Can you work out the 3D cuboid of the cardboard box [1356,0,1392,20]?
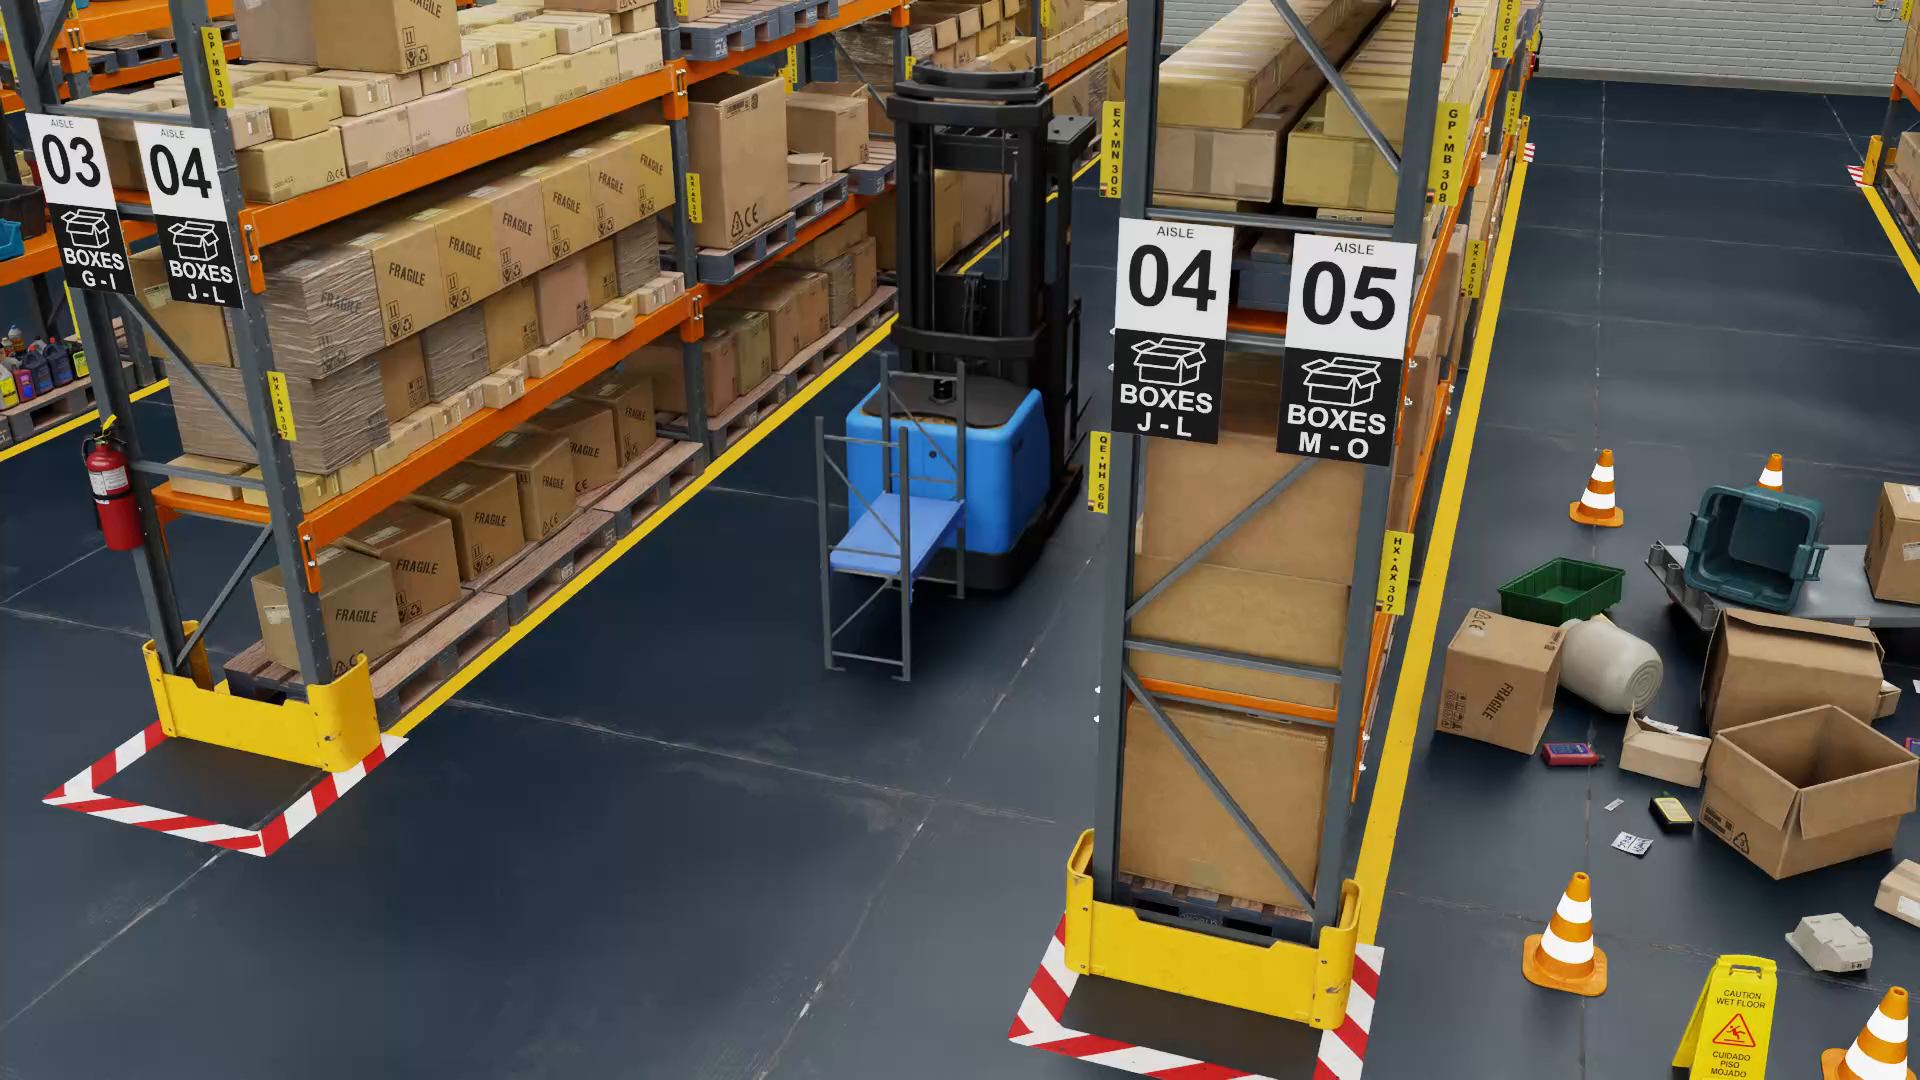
[{"bbox_3d":[1.944,-2.672,8.619,0.500,0.250,0.500,9,27,18],"label":"cardboard box"}]

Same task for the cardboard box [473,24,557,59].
[{"bbox_3d":[-2.508,-2.804,9.373,0.380,0.149,0.250,10,28,19],"label":"cardboard box"}]

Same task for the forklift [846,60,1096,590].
[{"bbox_3d":[0.223,-1.639,10.771,1.130,2.935,3.031,8,27,15],"label":"forklift"}]

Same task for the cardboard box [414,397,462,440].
[{"bbox_3d":[-2.932,-0.676,8.993,0.380,0.149,0.250,9,27,17],"label":"cardboard box"}]

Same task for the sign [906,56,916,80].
[{"bbox_3d":[-0.426,-3.997,14.326,0.100,0.325,0.005,9,27,17],"label":"sign"}]

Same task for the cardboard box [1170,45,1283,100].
[{"bbox_3d":[1.002,-1.763,6.284,0.380,0.149,0.250,9,27,18],"label":"cardboard box"}]

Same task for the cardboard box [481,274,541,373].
[{"bbox_3d":[-2.957,-1.326,9.590,0.875,0.500,0.500,9,27,17],"label":"cardboard box"}]

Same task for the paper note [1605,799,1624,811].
[{"bbox_3d":[3.180,1.286,8.083,0.123,0.001,0.032,-20,33,-36],"label":"paper note"}]

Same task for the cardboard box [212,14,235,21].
[{"bbox_3d":[-9.319,-6.740,20.632,0.700,0.500,0.500,0,26,0],"label":"cardboard box"}]

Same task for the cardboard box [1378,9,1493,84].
[{"bbox_3d":[2.281,-2.385,8.026,0.500,0.250,0.500,9,27,17],"label":"cardboard box"}]

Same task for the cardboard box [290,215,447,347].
[{"bbox_3d":[-2.991,-1.319,8.428,0.500,0.500,0.500,9,27,17],"label":"cardboard box"}]

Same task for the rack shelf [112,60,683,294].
[{"bbox_3d":[-2.938,-2.147,9.126,1.077,0.370,4.000,9,27,17],"label":"rack shelf"}]

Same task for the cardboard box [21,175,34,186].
[{"bbox_3d":[-10.227,-3.724,17.674,0.500,0.250,0.500,9,27,19],"label":"cardboard box"}]

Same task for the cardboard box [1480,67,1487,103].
[{"bbox_3d":[2.383,-2.247,8.198,0.380,0.149,0.250,9,27,18],"label":"cardboard box"}]

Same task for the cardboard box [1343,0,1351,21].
[{"bbox_3d":[1.677,-2.598,8.008,0.380,0.149,0.250,8,27,17],"label":"cardboard box"}]

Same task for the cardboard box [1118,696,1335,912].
[{"bbox_3d":[1.203,0.941,7.321,0.875,0.875,0.875,9,27,18],"label":"cardboard box"}]

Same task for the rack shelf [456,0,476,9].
[{"bbox_3d":[-8.285,-7.166,22.935,1.077,0.370,4.000,9,27,17],"label":"rack shelf"}]

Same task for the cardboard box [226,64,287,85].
[{"bbox_3d":[-3.559,-2.245,8.217,0.380,0.149,0.250,9,27,18],"label":"cardboard box"}]

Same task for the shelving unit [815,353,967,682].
[{"bbox_3d":[-0.360,-0.143,9.324,0.538,1.500,1.048,8,27,15],"label":"shelving unit"}]

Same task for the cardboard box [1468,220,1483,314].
[{"bbox_3d":[3.136,-1.817,10.945,0.500,0.500,0.500,9,27,17],"label":"cardboard box"}]

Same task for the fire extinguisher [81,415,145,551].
[{"bbox_3d":[-4.076,-0.284,7.983,0.296,0.674,0.183,9,27,17],"label":"fire extinguisher"}]

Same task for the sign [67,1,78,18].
[{"bbox_3d":[-6.428,-3.931,11.974,0.100,0.325,0.005,9,27,17],"label":"sign"}]

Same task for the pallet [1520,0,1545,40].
[{"bbox_3d":[3.538,-3.818,11.969,1.213,0.211,1.003,10,28,20],"label":"pallet"}]

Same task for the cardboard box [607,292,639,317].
[{"bbox_3d":[-2.299,-1.503,10.701,0.380,0.149,0.250,9,27,17],"label":"cardboard box"}]

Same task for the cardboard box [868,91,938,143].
[{"bbox_3d":[-0.523,-3.792,15.024,0.500,0.500,0.500,10,27,19],"label":"cardboard box"}]

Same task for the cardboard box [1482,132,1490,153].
[{"bbox_3d":[4.052,-3.205,13.392,0.380,0.149,0.250,10,28,20],"label":"cardboard box"}]

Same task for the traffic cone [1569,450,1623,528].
[{"bbox_3d":[4.241,-0.372,10.988,0.336,0.463,0.334,9,27,17],"label":"traffic cone"}]

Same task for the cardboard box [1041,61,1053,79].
[{"bbox_3d":[0.802,-5.190,18.316,0.380,0.149,0.250,9,27,18],"label":"cardboard box"}]

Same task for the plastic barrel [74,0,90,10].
[{"bbox_3d":[-6.979,-4.477,12.537,0.600,0.901,0.708,9,27,17],"label":"plastic barrel"}]

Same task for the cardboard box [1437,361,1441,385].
[{"bbox_3d":[2.260,-1.096,9.399,0.875,0.550,0.550,9,27,17],"label":"cardboard box"}]

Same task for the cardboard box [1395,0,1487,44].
[{"bbox_3d":[2.129,-2.297,7.386,0.380,0.149,0.250,8,27,17],"label":"cardboard box"}]

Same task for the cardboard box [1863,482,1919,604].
[{"bbox_3d":[5.384,0.033,9.239,0.500,0.500,0.500,9,27,17],"label":"cardboard box"}]

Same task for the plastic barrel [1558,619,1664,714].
[{"bbox_3d":[3.440,0.666,8.888,0.421,0.421,0.512,-14,29,-27],"label":"plastic barrel"}]

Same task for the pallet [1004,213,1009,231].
[{"bbox_3d":[0.204,-3.647,18.040,1.003,0.211,1.213,9,27,17],"label":"pallet"}]

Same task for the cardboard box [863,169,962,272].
[{"bbox_3d":[-0.692,-3.100,15.666,1.225,0.875,0.875,7,27,15],"label":"cardboard box"}]

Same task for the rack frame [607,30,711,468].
[{"bbox_3d":[-2.272,-1.943,11.320,1.000,3.000,0.127,9,27,17],"label":"rack frame"}]

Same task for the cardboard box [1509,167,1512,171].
[{"bbox_3d":[6.131,-4.339,19.059,0.380,0.149,0.250,8,27,15],"label":"cardboard box"}]

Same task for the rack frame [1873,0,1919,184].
[{"bbox_3d":[11.066,-5.437,18.537,1.000,3.000,0.127,9,27,17],"label":"rack frame"}]

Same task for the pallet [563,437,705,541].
[{"bbox_3d":[-2.463,-0.406,11.347,1.003,0.211,1.213,9,27,17],"label":"pallet"}]

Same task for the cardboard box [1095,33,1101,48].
[{"bbox_3d":[1.489,-6.040,20.072,0.380,0.149,0.250,9,27,18],"label":"cardboard box"}]

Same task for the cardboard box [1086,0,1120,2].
[{"bbox_3d":[1.807,-7.040,20.817,0.500,0.500,0.500,9,27,18],"label":"cardboard box"}]

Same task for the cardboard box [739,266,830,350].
[{"bbox_3d":[-1.500,-1.917,13.632,0.700,0.500,0.500,11,28,22],"label":"cardboard box"}]

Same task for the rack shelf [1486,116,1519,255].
[{"bbox_3d":[4.368,-3.324,14.998,1.077,0.370,4.000,9,27,17],"label":"rack shelf"}]

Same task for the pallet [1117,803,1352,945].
[{"bbox_3d":[1.232,1.377,7.664,1.003,0.211,1.213,9,27,17],"label":"pallet"}]

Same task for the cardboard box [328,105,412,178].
[{"bbox_3d":[-3.034,-1.955,8.075,0.500,0.250,0.500,8,27,16],"label":"cardboard box"}]

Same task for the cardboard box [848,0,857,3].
[{"bbox_3d":[-1.021,-4.432,13.192,0.500,0.250,0.500,9,27,17],"label":"cardboard box"}]

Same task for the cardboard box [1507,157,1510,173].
[{"bbox_3d":[5.852,-4.149,18.325,0.380,0.149,0.250,9,27,17],"label":"cardboard box"}]

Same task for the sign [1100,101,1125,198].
[{"bbox_3d":[0.533,-1.335,5.699,0.100,0.325,0.005,9,27,17],"label":"sign"}]

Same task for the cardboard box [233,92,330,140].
[{"bbox_3d":[-3.116,-1.933,7.573,0.380,0.149,0.250,9,27,19],"label":"cardboard box"}]

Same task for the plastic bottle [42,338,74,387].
[{"bbox_3d":[-6.886,-1.360,12.652,0.144,0.351,0.185,8,27,16],"label":"plastic bottle"}]

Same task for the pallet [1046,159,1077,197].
[{"bbox_3d":[0.717,-4.276,19.340,1.003,0.211,1.213,9,27,17],"label":"pallet"}]

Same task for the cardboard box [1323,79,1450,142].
[{"bbox_3d":[1.451,-1.459,5.656,0.380,0.149,0.250,9,27,18],"label":"cardboard box"}]

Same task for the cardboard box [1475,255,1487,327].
[{"bbox_3d":[4.178,-2.143,14.121,0.500,0.500,0.500,8,27,15],"label":"cardboard box"}]

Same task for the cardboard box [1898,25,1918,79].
[{"bbox_3d":[10.636,-5.326,18.194,0.500,0.500,0.500,9,27,17],"label":"cardboard box"}]

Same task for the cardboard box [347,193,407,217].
[{"bbox_3d":[-3.324,-1.601,9.011,0.500,0.500,0.500,9,27,17],"label":"cardboard box"}]
